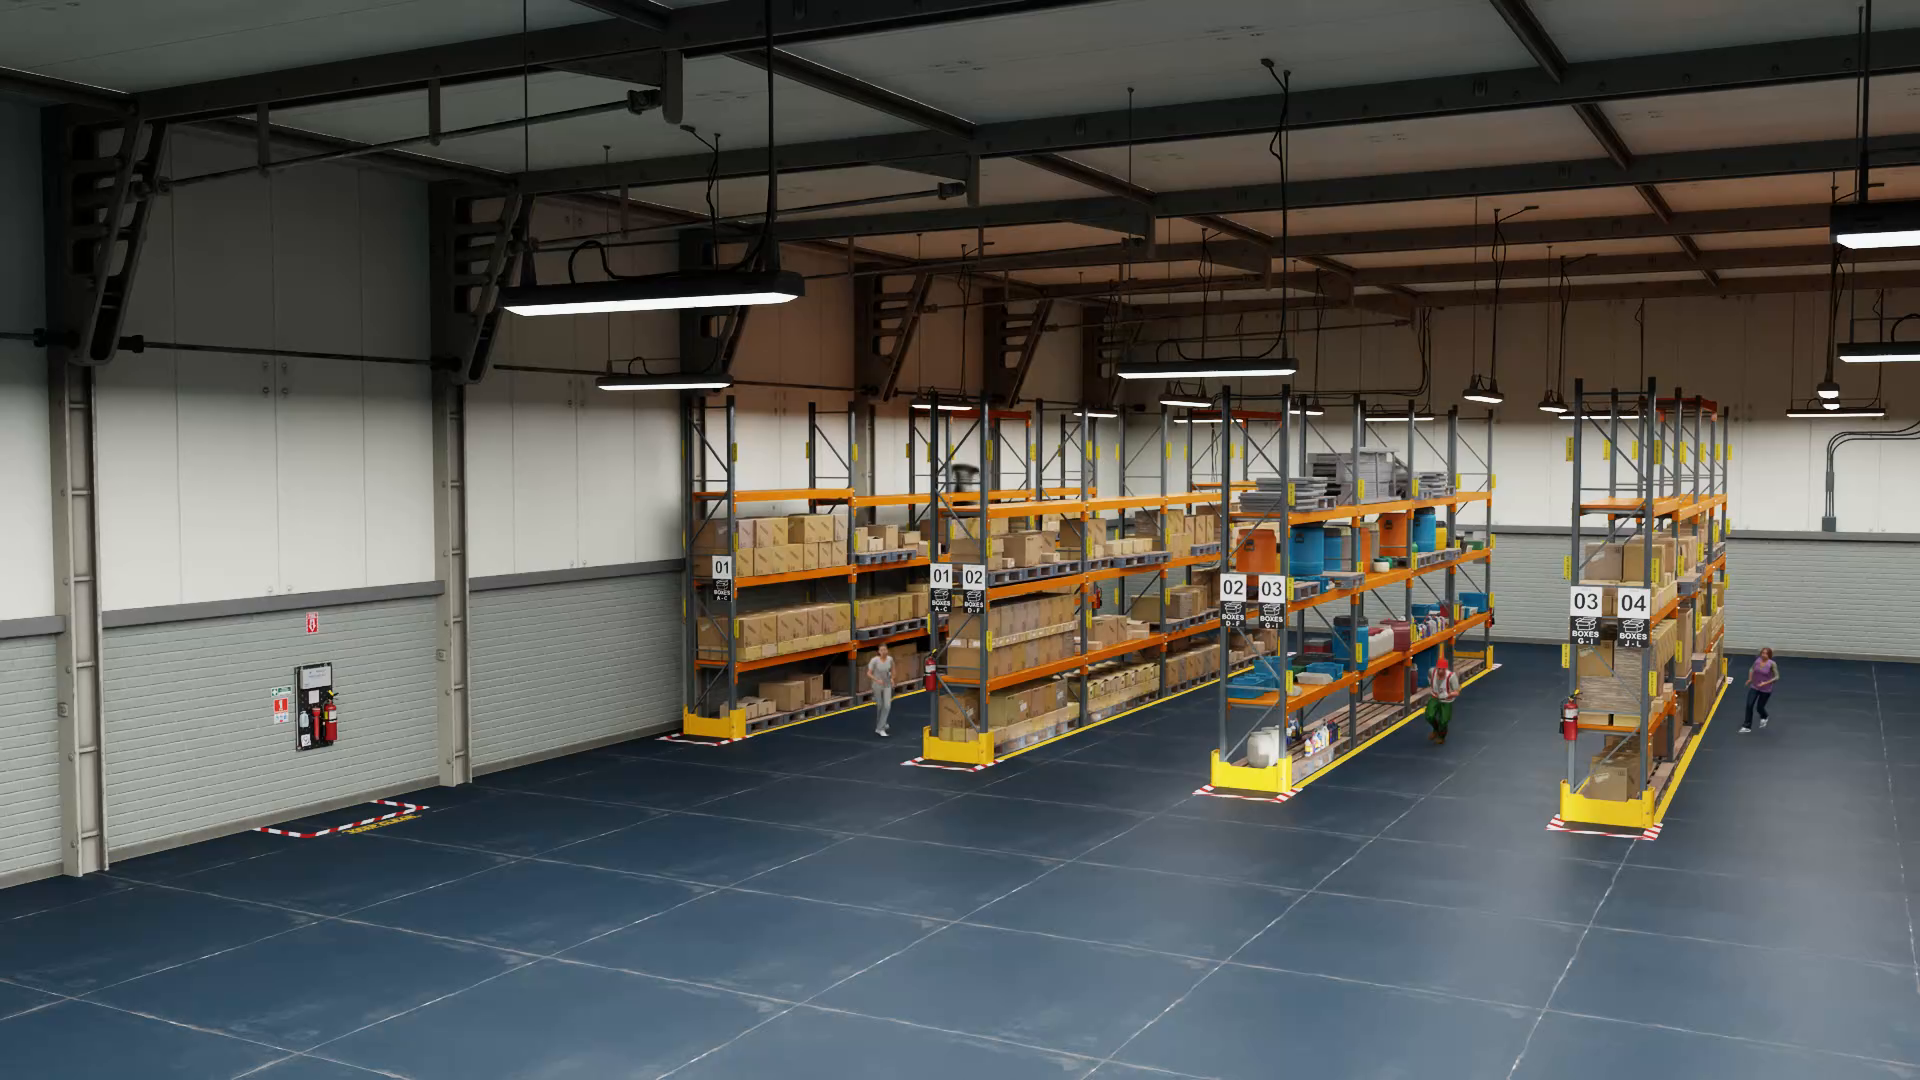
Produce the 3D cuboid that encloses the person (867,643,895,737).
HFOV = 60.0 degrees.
[{"bbox_3d":[-1.411,2.627,29.544,0.541,1.651,0.819,-1,3,-12],"label":"person"}]

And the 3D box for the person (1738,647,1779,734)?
[{"bbox_3d":[14.279,2.663,29.569,0.812,1.556,0.573,-3,4,-43],"label":"person"}]

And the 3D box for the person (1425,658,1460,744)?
[{"bbox_3d":[8.154,2.733,28.180,0.679,1.538,1.029,2,3,30],"label":"person"}]
